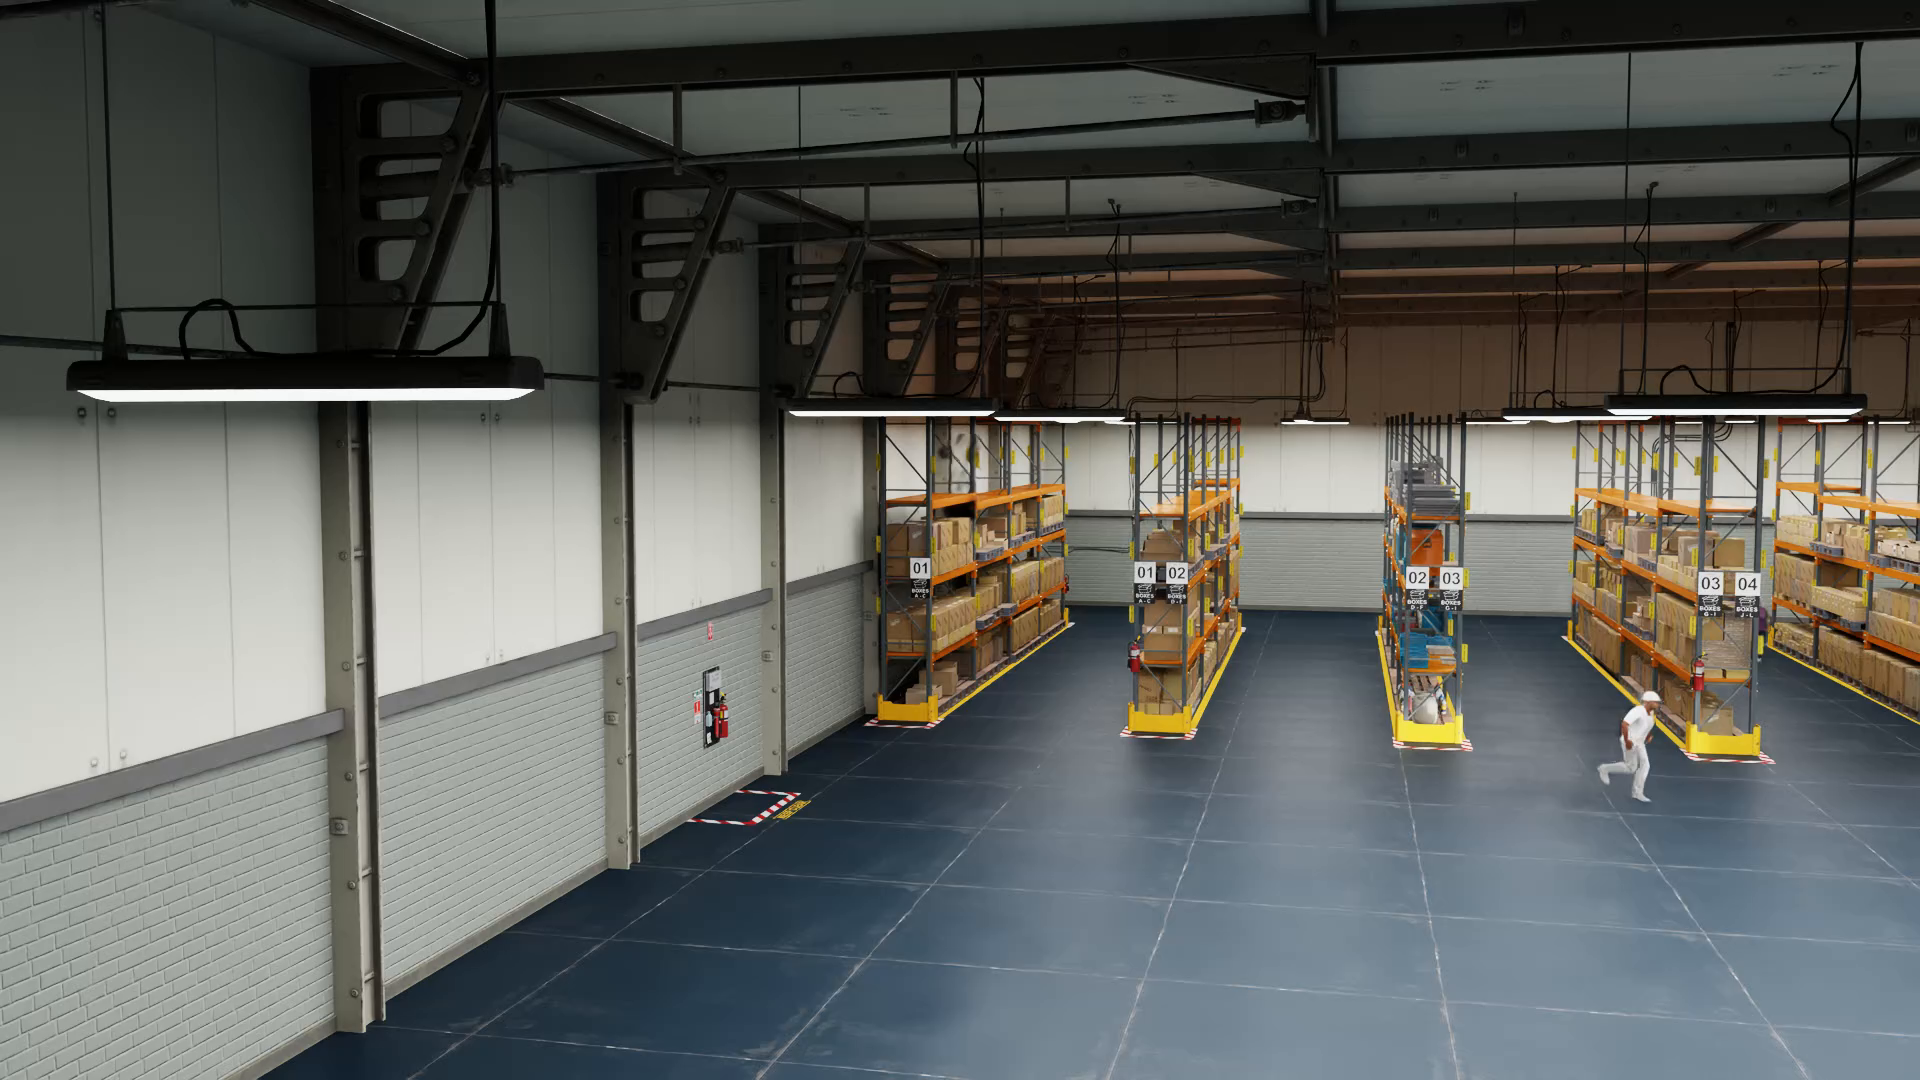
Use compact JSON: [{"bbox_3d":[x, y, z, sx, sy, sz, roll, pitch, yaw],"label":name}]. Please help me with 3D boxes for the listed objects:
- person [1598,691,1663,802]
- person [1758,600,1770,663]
[{"bbox_3d":[10.367,3.158,25.730,0.943,1.708,0.701,3,5,40],"label":"person"},{"bbox_3d":[19.516,2.223,40.652,0.577,1.547,0.646,1,4,9],"label":"person"}]
